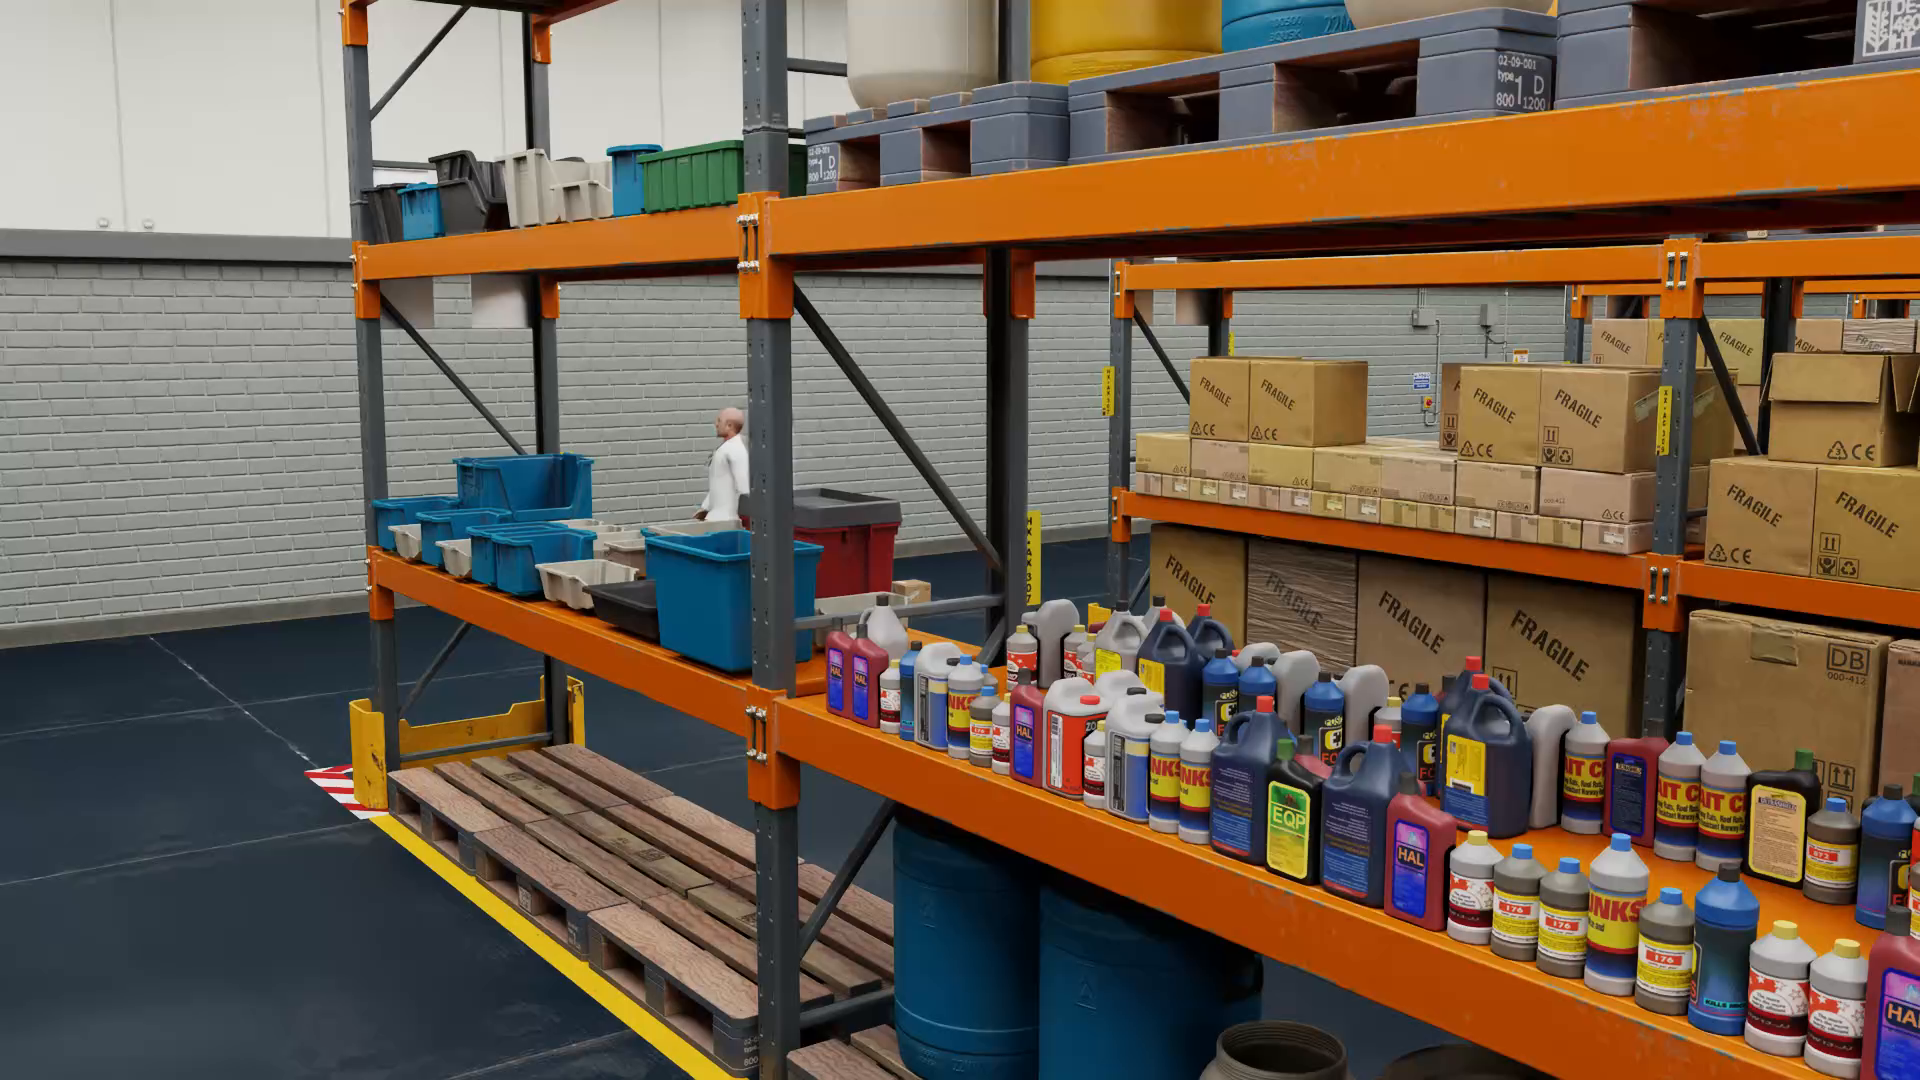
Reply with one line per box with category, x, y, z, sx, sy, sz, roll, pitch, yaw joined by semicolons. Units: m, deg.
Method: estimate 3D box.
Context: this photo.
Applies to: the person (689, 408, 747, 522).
person;-1.935;-0.149;13.293;1.156;1.624;0.618;-1;8;-5
